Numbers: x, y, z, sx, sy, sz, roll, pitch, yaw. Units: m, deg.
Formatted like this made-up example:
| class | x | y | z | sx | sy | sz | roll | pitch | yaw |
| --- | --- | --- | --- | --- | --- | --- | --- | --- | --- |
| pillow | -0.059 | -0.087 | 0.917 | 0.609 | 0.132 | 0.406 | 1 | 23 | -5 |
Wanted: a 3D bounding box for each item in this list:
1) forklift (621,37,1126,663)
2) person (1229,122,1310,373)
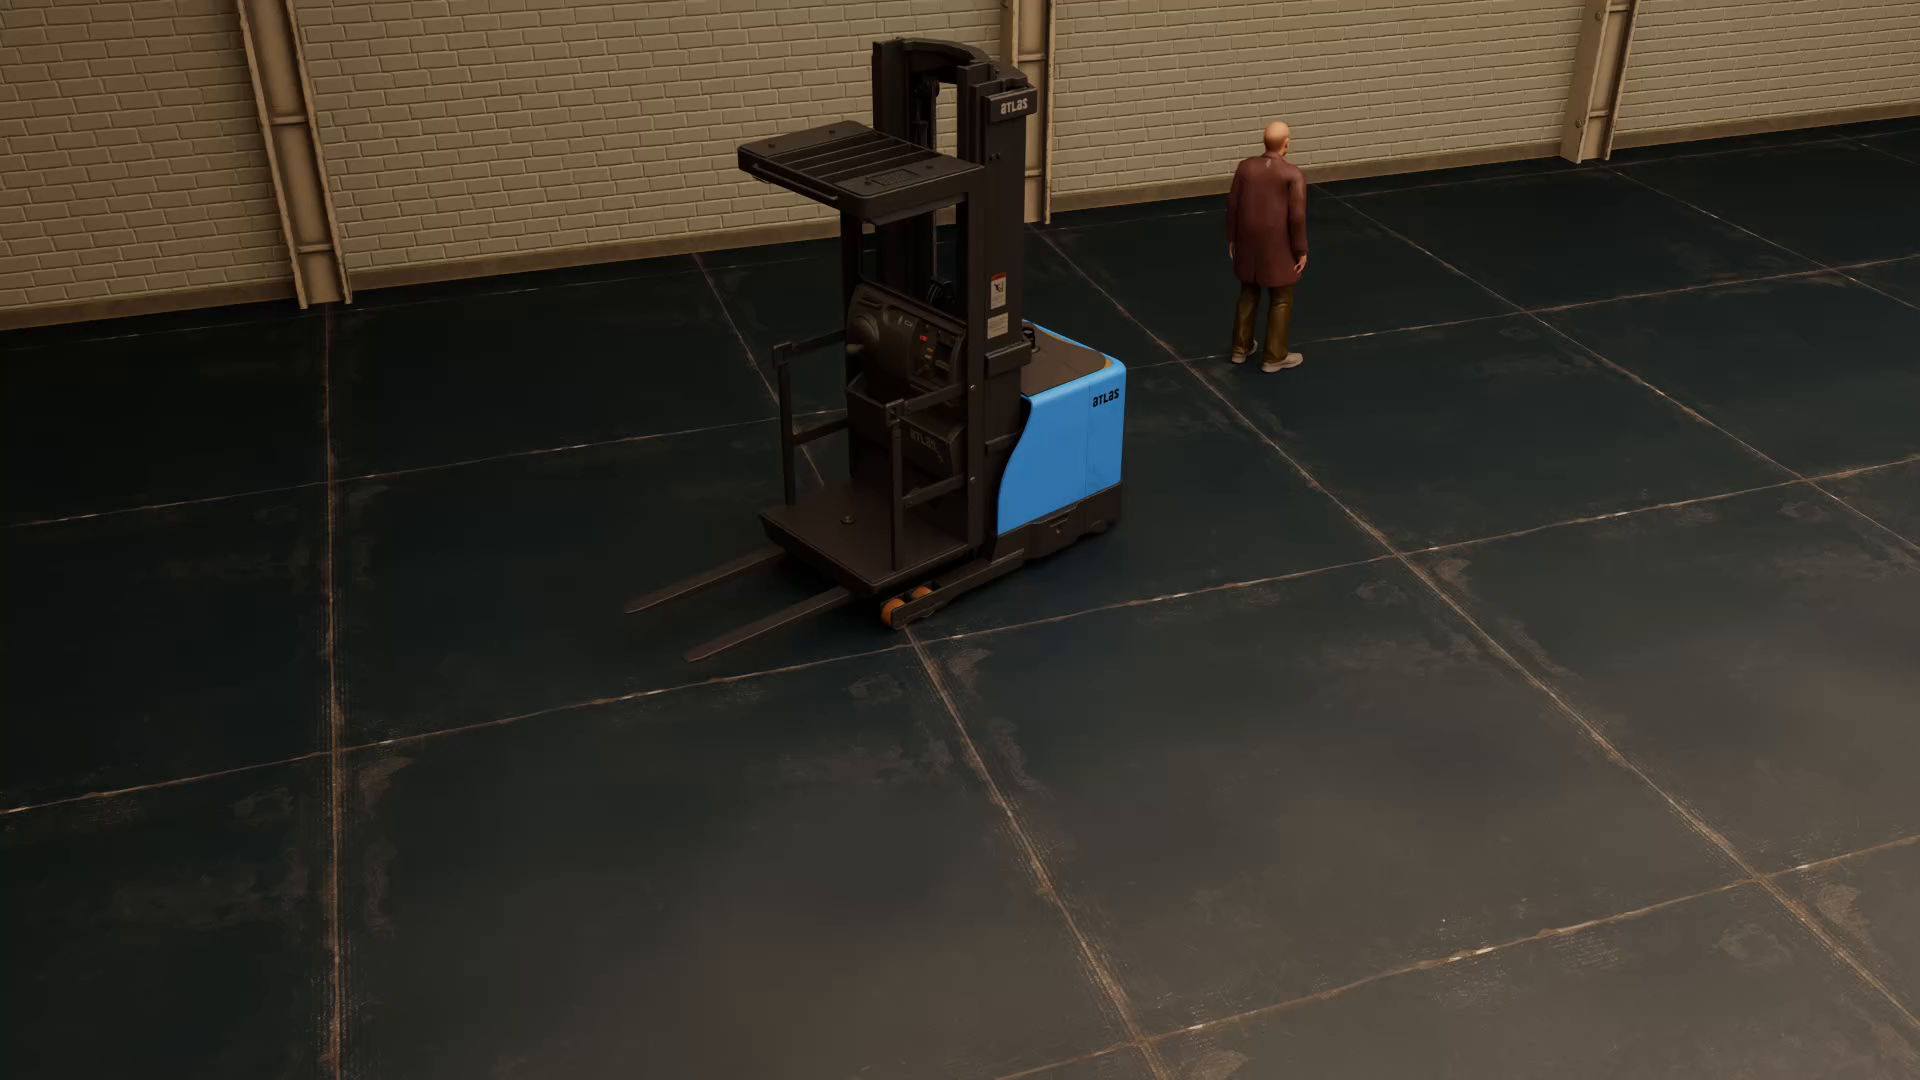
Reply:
| class | x | y | z | sx | sy | sz | roll | pitch | yaw |
| --- | --- | --- | --- | --- | --- | --- | --- | --- | --- |
| forklift | -0.461 | -1.072 | 8.951 | 3.031 | 2.935 | 1.130 | -23 | 37 | -34 |
| person | 2.209 | -2.093 | 11.885 | 0.633 | 1.774 | 0.426 | 24 | 38 | 35 |
